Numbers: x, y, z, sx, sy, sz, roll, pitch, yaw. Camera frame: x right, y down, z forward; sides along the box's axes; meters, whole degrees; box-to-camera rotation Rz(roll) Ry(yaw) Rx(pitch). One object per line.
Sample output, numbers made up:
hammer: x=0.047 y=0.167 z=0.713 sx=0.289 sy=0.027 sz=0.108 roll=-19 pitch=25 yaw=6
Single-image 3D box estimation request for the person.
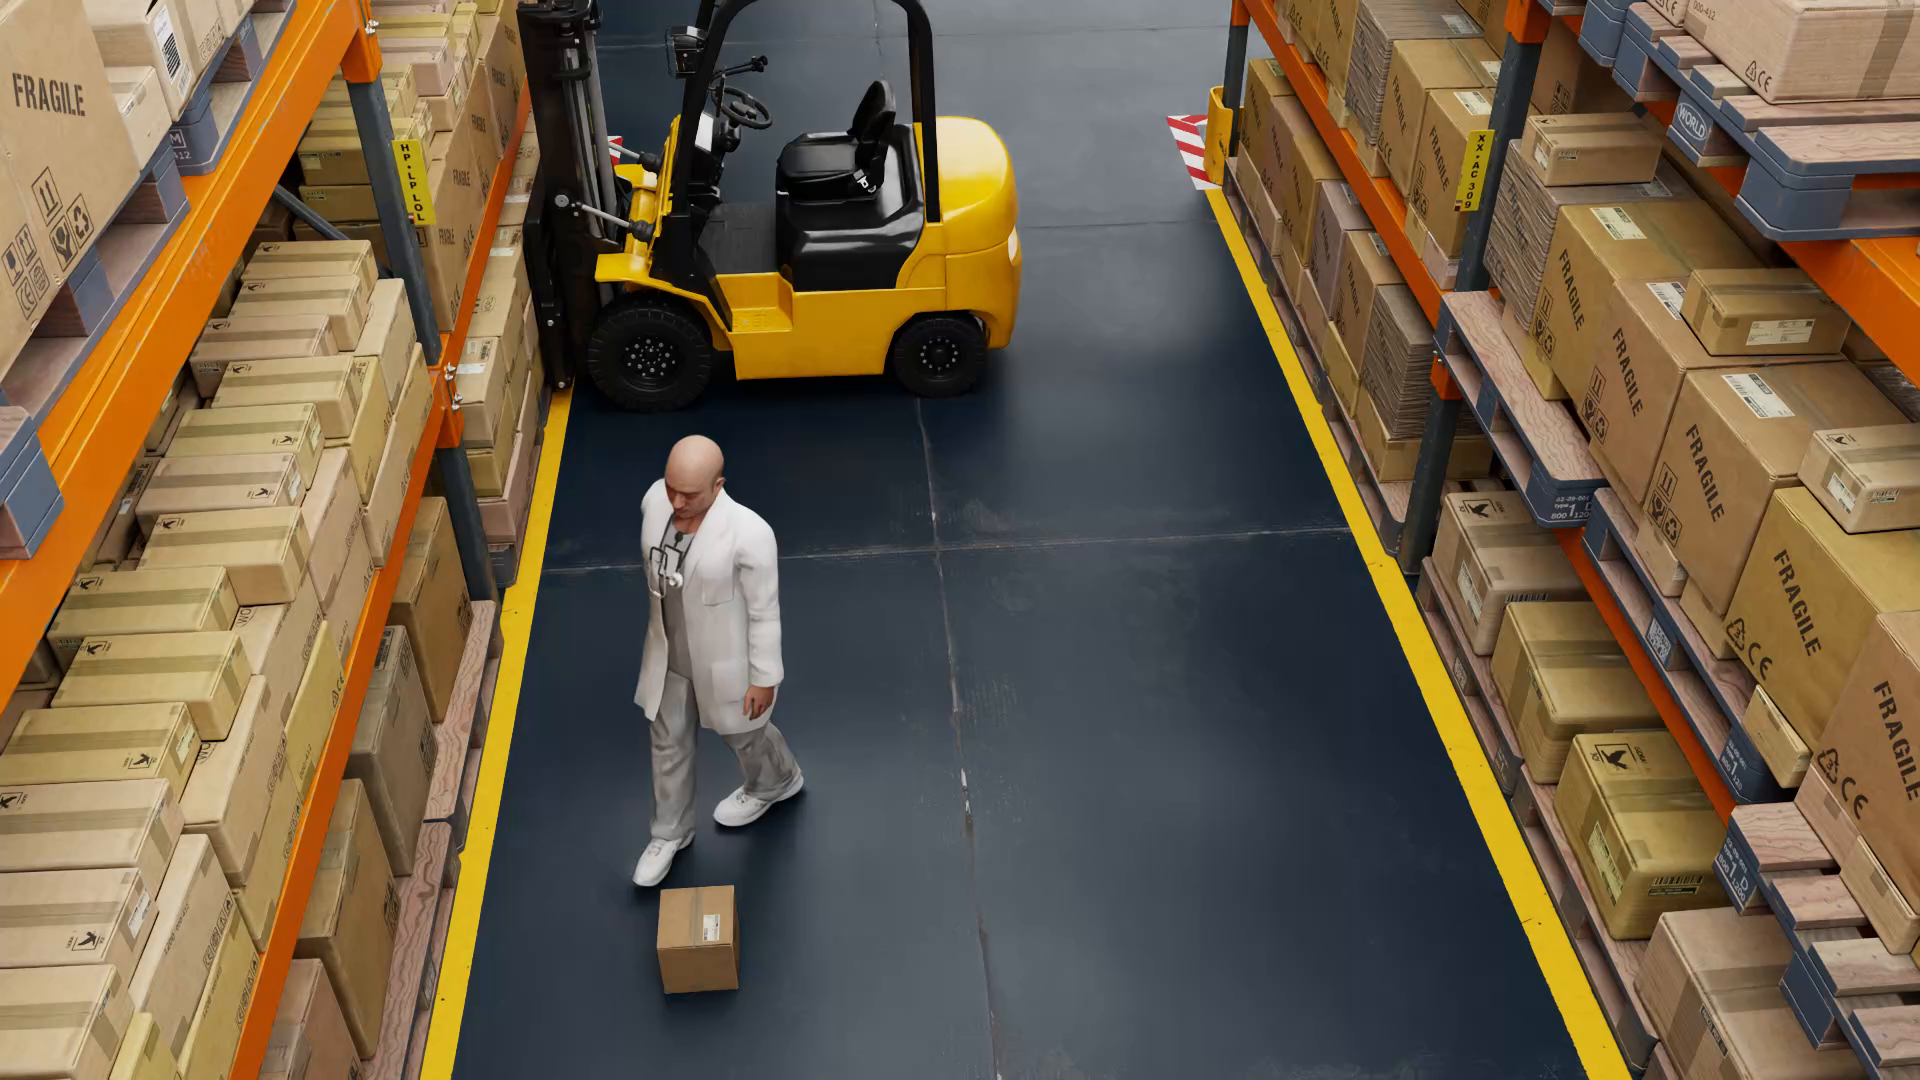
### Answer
person: x=-0.890 y=0.418 z=5.636 sx=0.611 sy=1.773 sz=0.765 roll=21 pitch=43 yaw=25
